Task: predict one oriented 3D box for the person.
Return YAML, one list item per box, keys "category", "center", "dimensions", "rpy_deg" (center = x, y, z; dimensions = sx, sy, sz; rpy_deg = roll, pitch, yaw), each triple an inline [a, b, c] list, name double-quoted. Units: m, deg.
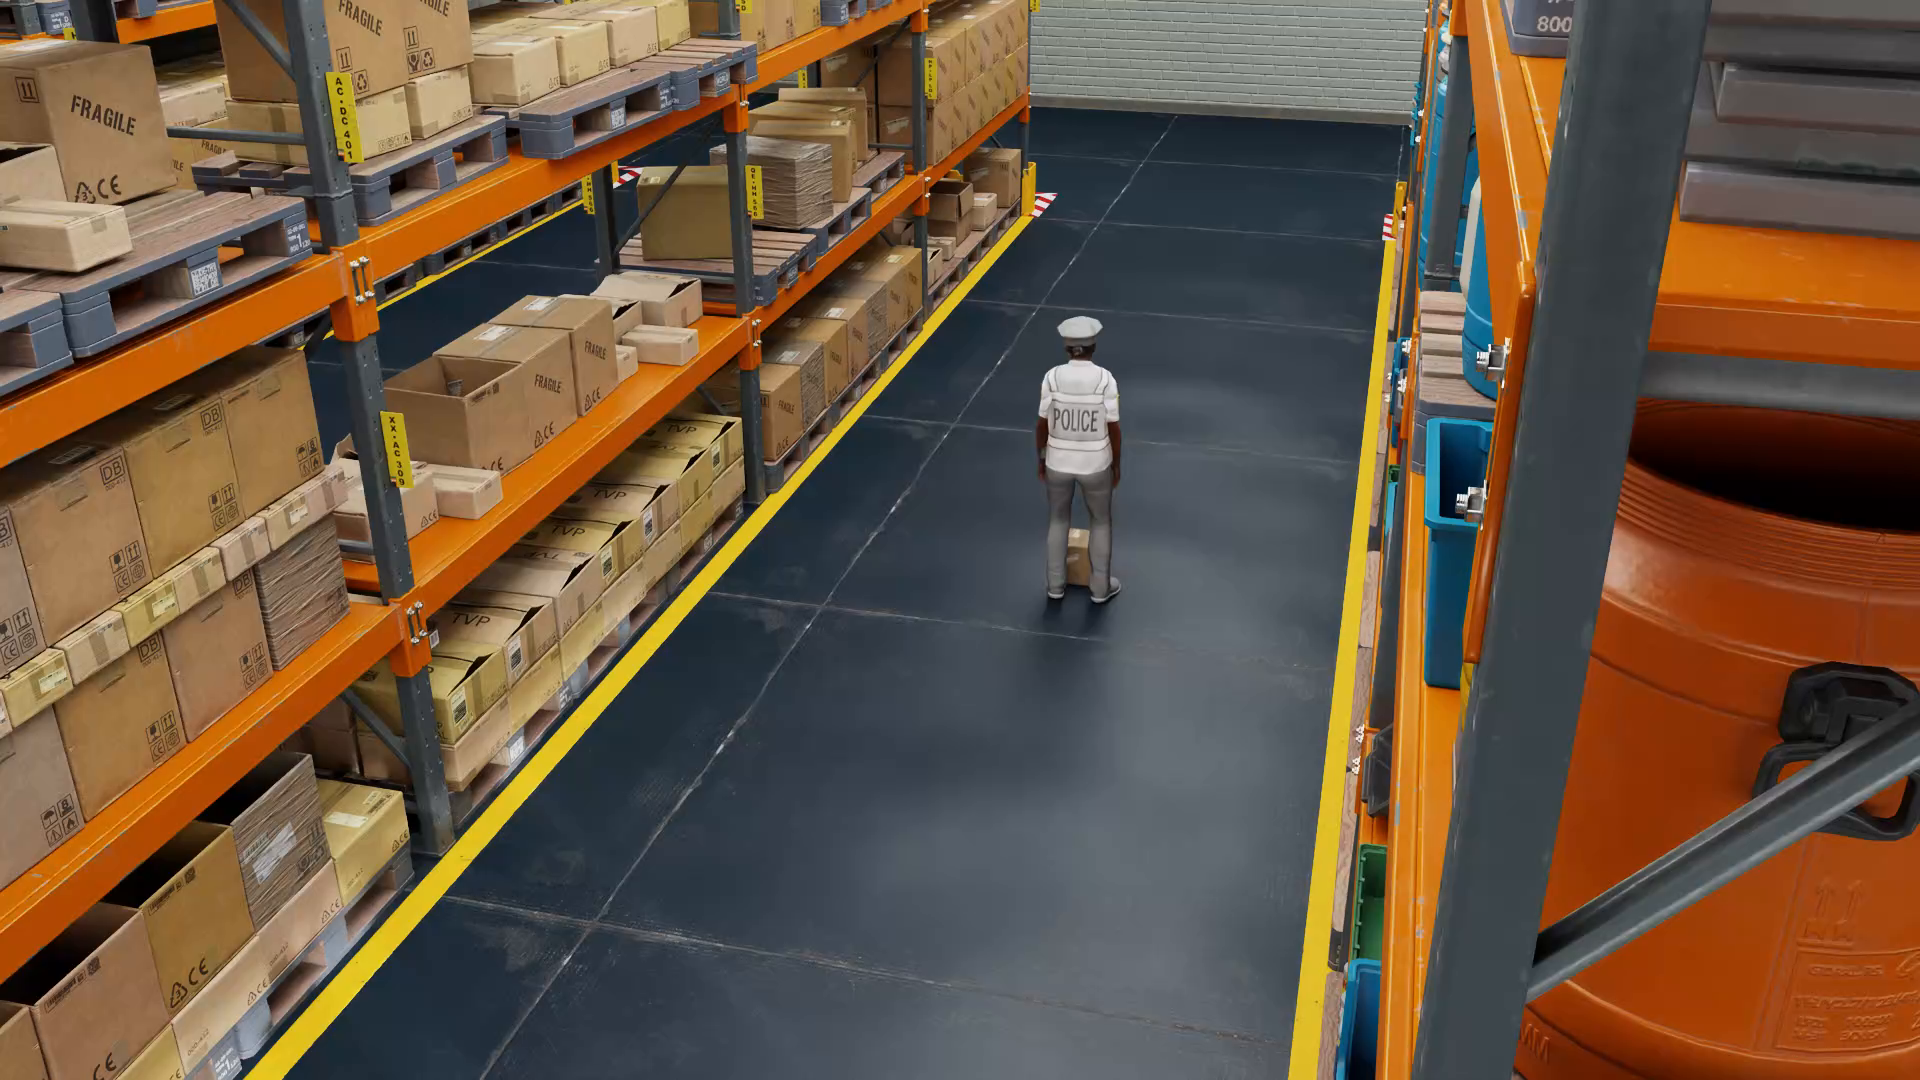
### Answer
- category: "person"
  center: [0.688, -0.431, 9.517]
  dimensions: [0.512, 1.656, 0.393]
  rpy_deg: [5, 26, 11]
